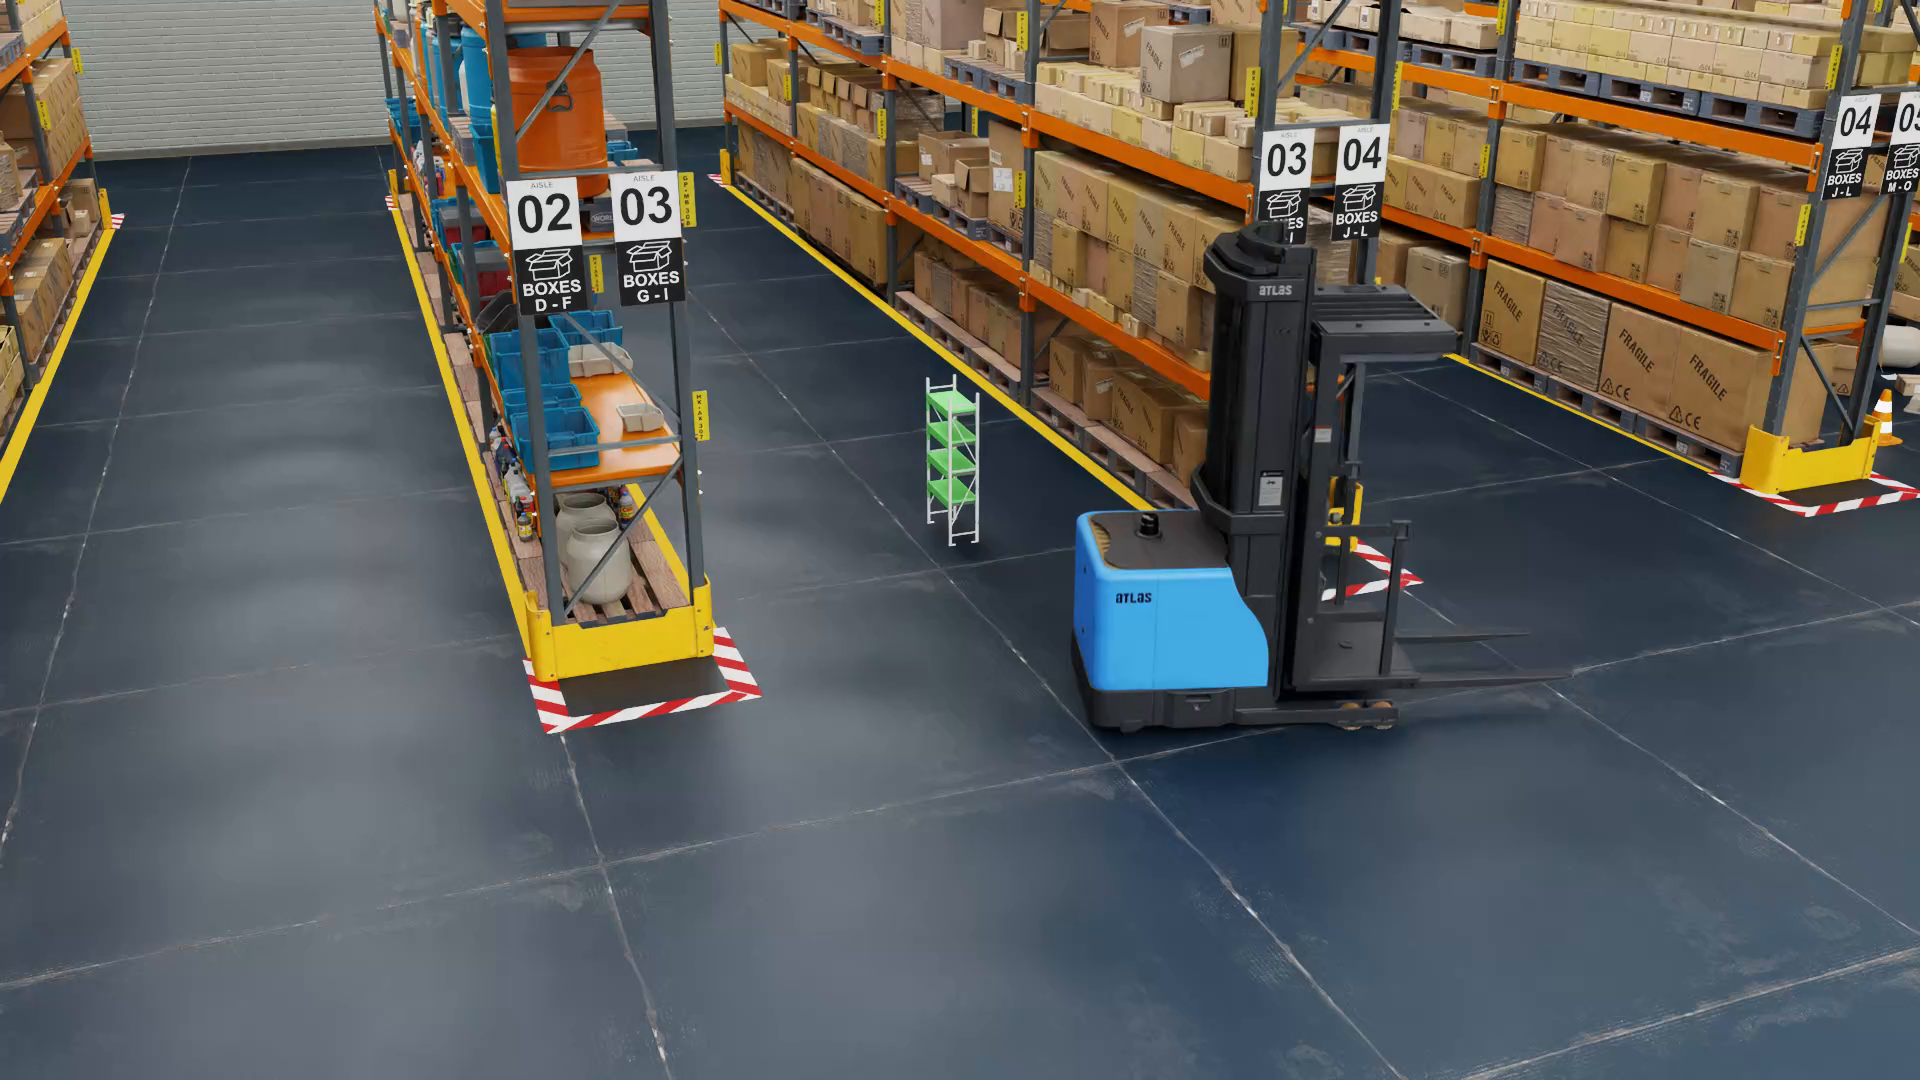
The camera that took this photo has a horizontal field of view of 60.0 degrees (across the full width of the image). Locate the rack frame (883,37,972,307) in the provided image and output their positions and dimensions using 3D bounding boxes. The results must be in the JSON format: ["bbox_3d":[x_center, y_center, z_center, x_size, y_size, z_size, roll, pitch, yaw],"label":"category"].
[{"bbox_3d":[-0.351,-4.169,18.902,1.000,3.000,0.127,-8,24,-19],"label":"rack frame"}]

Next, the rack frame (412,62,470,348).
[{"bbox_3d":[-4.984,-3.489,17.290,1.000,3.000,0.127,-8,24,-19],"label":"rack frame"}]

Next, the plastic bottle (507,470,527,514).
[{"bbox_3d":[-3.392,-0.377,12.750,0.144,0.351,0.185,-7,24,-17],"label":"plastic bottle"}]

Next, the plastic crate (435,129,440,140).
[{"bbox_3d":[-6.765,-5.496,22.126,0.437,0.282,0.530,-8,24,-19],"label":"plastic crate"}]

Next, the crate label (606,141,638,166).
[{"bbox_3d":[-2.510,-2.621,11.560,0.502,0.251,0.408,-8,24,-19],"label":"crate label"}]

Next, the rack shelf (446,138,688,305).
[{"bbox_3d":[-2.865,-2.360,11.674,1.077,0.370,4.000,-8,24,-19],"label":"rack shelf"}]

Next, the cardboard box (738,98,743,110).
[{"bbox_3d":[-3.084,-6.505,24.768,0.380,0.149,0.250,-9,24,-20],"label":"cardboard box"}]

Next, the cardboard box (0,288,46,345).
[{"bbox_3d":[-9.703,-2.256,17.015,0.500,0.500,0.500,-9,25,-21],"label":"cardboard box"}]

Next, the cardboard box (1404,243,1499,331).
[{"bbox_3d":[5.435,-2.729,17.842,1.050,0.750,0.750,-8,24,-19],"label":"cardboard box"}]

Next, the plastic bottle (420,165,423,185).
[{"bbox_3d":[-6.132,-4.161,19.049,0.097,0.271,0.097,0,23,0],"label":"plastic bottle"}]

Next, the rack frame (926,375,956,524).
[{"bbox_3d":[-0.145,-0.702,12.994,0.240,1.200,0.015,-8,24,-19],"label":"rack frame"}]

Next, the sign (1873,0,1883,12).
[{"bbox_3d":[9.815,-5.799,17.736,0.100,0.325,0.005,-8,24,-19],"label":"sign"}]

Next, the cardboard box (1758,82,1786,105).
[{"bbox_3d":[6.628,-3.578,13.292,0.380,0.149,0.250,-8,24,-19],"label":"cardboard box"}]

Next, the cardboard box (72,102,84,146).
[{"bbox_3d":[-11.846,-5.450,21.814,0.500,0.500,0.500,-8,24,-19],"label":"cardboard box"}]

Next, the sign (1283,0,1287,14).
[{"bbox_3d":[3.817,-6.359,19.572,0.100,0.325,0.005,-8,24,-19],"label":"sign"}]

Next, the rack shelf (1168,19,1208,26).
[{"bbox_3d":[3.619,-6.590,21.711,1.077,0.370,4.000,-8,24,-19],"label":"rack shelf"}]

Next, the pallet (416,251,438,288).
[{"bbox_3d":[-6.164,-3.371,20.601,1.003,0.211,1.213,-8,24,-19],"label":"pallet"}]

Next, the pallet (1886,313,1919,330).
[{"bbox_3d":[10.604,-2.551,18.654,1.003,0.211,1.213,-8,24,-19],"label":"pallet"}]

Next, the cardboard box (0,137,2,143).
[{"bbox_3d":[-10.772,-4.060,17.974,0.700,0.500,0.500,-5,23,-11],"label":"cardboard box"}]

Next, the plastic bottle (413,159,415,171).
[{"bbox_3d":[-6.562,-4.571,20.113,0.097,0.201,0.097,0,23,0],"label":"plastic bottle"}]

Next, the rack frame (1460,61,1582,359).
[{"bbox_3d":[5.738,-3.359,16.981,1.000,3.000,0.127,-8,24,-19],"label":"rack frame"}]

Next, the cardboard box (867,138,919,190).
[{"bbox_3d":[-0.757,-4.360,19.227,0.500,0.500,0.500,-8,24,-17],"label":"cardboard box"}]

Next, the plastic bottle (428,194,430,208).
[{"bbox_3d":[-5.735,-3.720,18.094,0.097,0.201,0.097,0,23,0],"label":"plastic bottle"}]

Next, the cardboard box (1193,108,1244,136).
[{"bbox_3d":[1.904,-3.012,11.975,0.380,0.149,0.250,-9,25,-21],"label":"cardboard box"}]

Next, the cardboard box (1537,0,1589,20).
[{"bbox_3d":[5.640,-4.961,15.547,0.380,0.149,0.250,-9,24,-19],"label":"cardboard box"}]

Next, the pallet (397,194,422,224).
[{"bbox_3d":[-7.555,-4.806,24.004,1.003,0.211,1.213,-8,24,-19],"label":"pallet"}]

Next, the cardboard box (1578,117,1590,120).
[{"bbox_3d":[8.511,-5.831,22.395,0.500,0.250,0.500,-8,24,-19],"label":"cardboard box"}]

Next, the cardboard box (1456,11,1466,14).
[{"bbox_3d":[5.275,-5.628,18.006,0.396,0.266,0.258,-8,24,-19],"label":"cardboard box"}]

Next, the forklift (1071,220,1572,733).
[{"bbox_3d":[2.264,-0.395,10.038,3.031,2.935,1.130,-1,23,-3],"label":"forklift"}]

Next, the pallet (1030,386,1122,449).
[{"bbox_3d":[1.333,-1.191,15.428,1.003,0.211,1.213,-8,24,-19],"label":"pallet"}]

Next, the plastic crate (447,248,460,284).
[{"bbox_3d":[-4.451,-2.532,15.292,0.450,0.188,0.662,-8,24,-19],"label":"plastic crate"}]

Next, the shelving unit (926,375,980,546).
[{"bbox_3d":[-0.058,-0.613,12.783,0.258,1.200,0.503,-8,24,-19],"label":"shelving unit"}]

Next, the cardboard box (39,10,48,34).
[{"bbox_3d":[-11.501,-6.333,20.369,0.500,0.250,0.500,-8,24,-19],"label":"cardboard box"}]

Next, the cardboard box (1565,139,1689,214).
[{"bbox_3d":[6.202,-3.388,15.466,0.875,0.550,0.550,-8,24,-19],"label":"cardboard box"}]

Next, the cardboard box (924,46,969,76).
[{"bbox_3d":[-0.051,-4.904,16.978,0.500,0.250,0.500,-8,24,-18],"label":"cardboard box"}]

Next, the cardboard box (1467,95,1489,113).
[{"bbox_3d":[7.766,-6.340,24.248,0.500,0.250,0.500,-9,24,-19],"label":"cardboard box"}]

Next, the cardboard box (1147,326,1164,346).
[{"bbox_3d":[1.725,-1.673,13.305,0.380,0.149,0.250,-8,24,-19],"label":"cardboard box"}]

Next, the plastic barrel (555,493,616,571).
[{"bbox_3d":[-2.639,-0.040,11.769,0.421,0.512,0.421,0,23,0],"label":"plastic barrel"}]

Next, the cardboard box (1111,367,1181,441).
[{"bbox_3d":[1.668,-1.184,14.499,0.500,0.500,0.500,-11,25,-24],"label":"cardboard box"}]

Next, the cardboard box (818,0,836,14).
[{"bbox_3d":[-1.460,-6.746,20.728,0.500,0.311,0.500,-9,25,-21],"label":"cardboard box"}]

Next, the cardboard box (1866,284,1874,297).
[{"bbox_3d":[10.289,-2.750,18.536,0.500,0.250,0.500,-10,25,-21],"label":"cardboard box"}]

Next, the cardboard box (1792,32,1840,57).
[{"bbox_3d":[6.715,-3.855,12.923,0.380,0.149,0.250,-8,24,-18],"label":"cardboard box"}]

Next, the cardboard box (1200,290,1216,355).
[{"bbox_3d":[2.307,-1.649,12.411,0.875,0.500,0.500,-8,24,-19],"label":"cardboard box"}]

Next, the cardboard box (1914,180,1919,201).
[{"bbox_3d":[10.427,-3.881,17.707,0.500,0.500,0.500,-8,24,-19],"label":"cardboard box"}]

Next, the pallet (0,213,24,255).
[{"bbox_3d":[-9.925,-2.959,16.279,1.213,0.211,1.003,-8,24,-19],"label":"pallet"}]

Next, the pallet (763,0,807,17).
[{"bbox_3d":[-2.043,-7.262,22.494,1.003,0.211,1.213,-8,24,-19],"label":"pallet"}]

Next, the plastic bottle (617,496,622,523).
[{"bbox_3d":[-2.544,-0.235,12.605,0.097,0.201,0.097,0,23,0],"label":"plastic bottle"}]

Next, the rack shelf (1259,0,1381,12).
[{"bbox_3d":[1.769,-4.420,12.705,1.077,0.370,4.000,-8,24,-19],"label":"rack shelf"}]

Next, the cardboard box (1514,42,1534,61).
[{"bbox_3d":[5.549,-4.686,15.922,0.380,0.149,0.250,-9,24,-20],"label":"cardboard box"}]

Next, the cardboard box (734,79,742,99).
[{"bbox_3d":[-3.070,-6.744,24.822,0.500,0.250,0.500,-9,24,-20],"label":"cardboard box"}]

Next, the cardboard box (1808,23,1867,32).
[{"bbox_3d":[7.153,-4.128,13.571,0.380,0.149,0.250,-9,24,-20],"label":"cardboard box"}]

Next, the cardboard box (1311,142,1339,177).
[{"bbox_3d":[2.547,-2.785,11.951,0.500,0.250,0.500,-8,24,-17],"label":"cardboard box"}]

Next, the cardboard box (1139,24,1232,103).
[{"bbox_3d":[1.691,-3.586,12.502,0.500,0.500,0.500,-8,24,-19],"label":"cardboard box"}]

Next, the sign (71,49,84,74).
[{"bbox_3d":[-11.920,-6.466,22.454,0.100,0.325,0.005,-8,24,-19],"label":"sign"}]

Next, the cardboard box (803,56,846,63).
[{"bbox_3d":[-1.861,-6.425,23.099,0.500,0.500,0.500,-8,24,-19],"label":"cardboard box"}]

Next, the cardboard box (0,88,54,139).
[{"bbox_3d":[-10.936,-4.981,19.413,0.500,0.500,0.500,-8,24,-18],"label":"cardboard box"}]

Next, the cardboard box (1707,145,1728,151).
[{"bbox_3d":[9.387,-4.869,20.345,0.380,0.149,0.250,-8,24,-17],"label":"cardboard box"}]

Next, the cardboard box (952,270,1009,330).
[{"bbox_3d":[0.319,-2.574,17.770,0.700,0.500,0.500,-6,24,-15],"label":"cardboard box"}]
